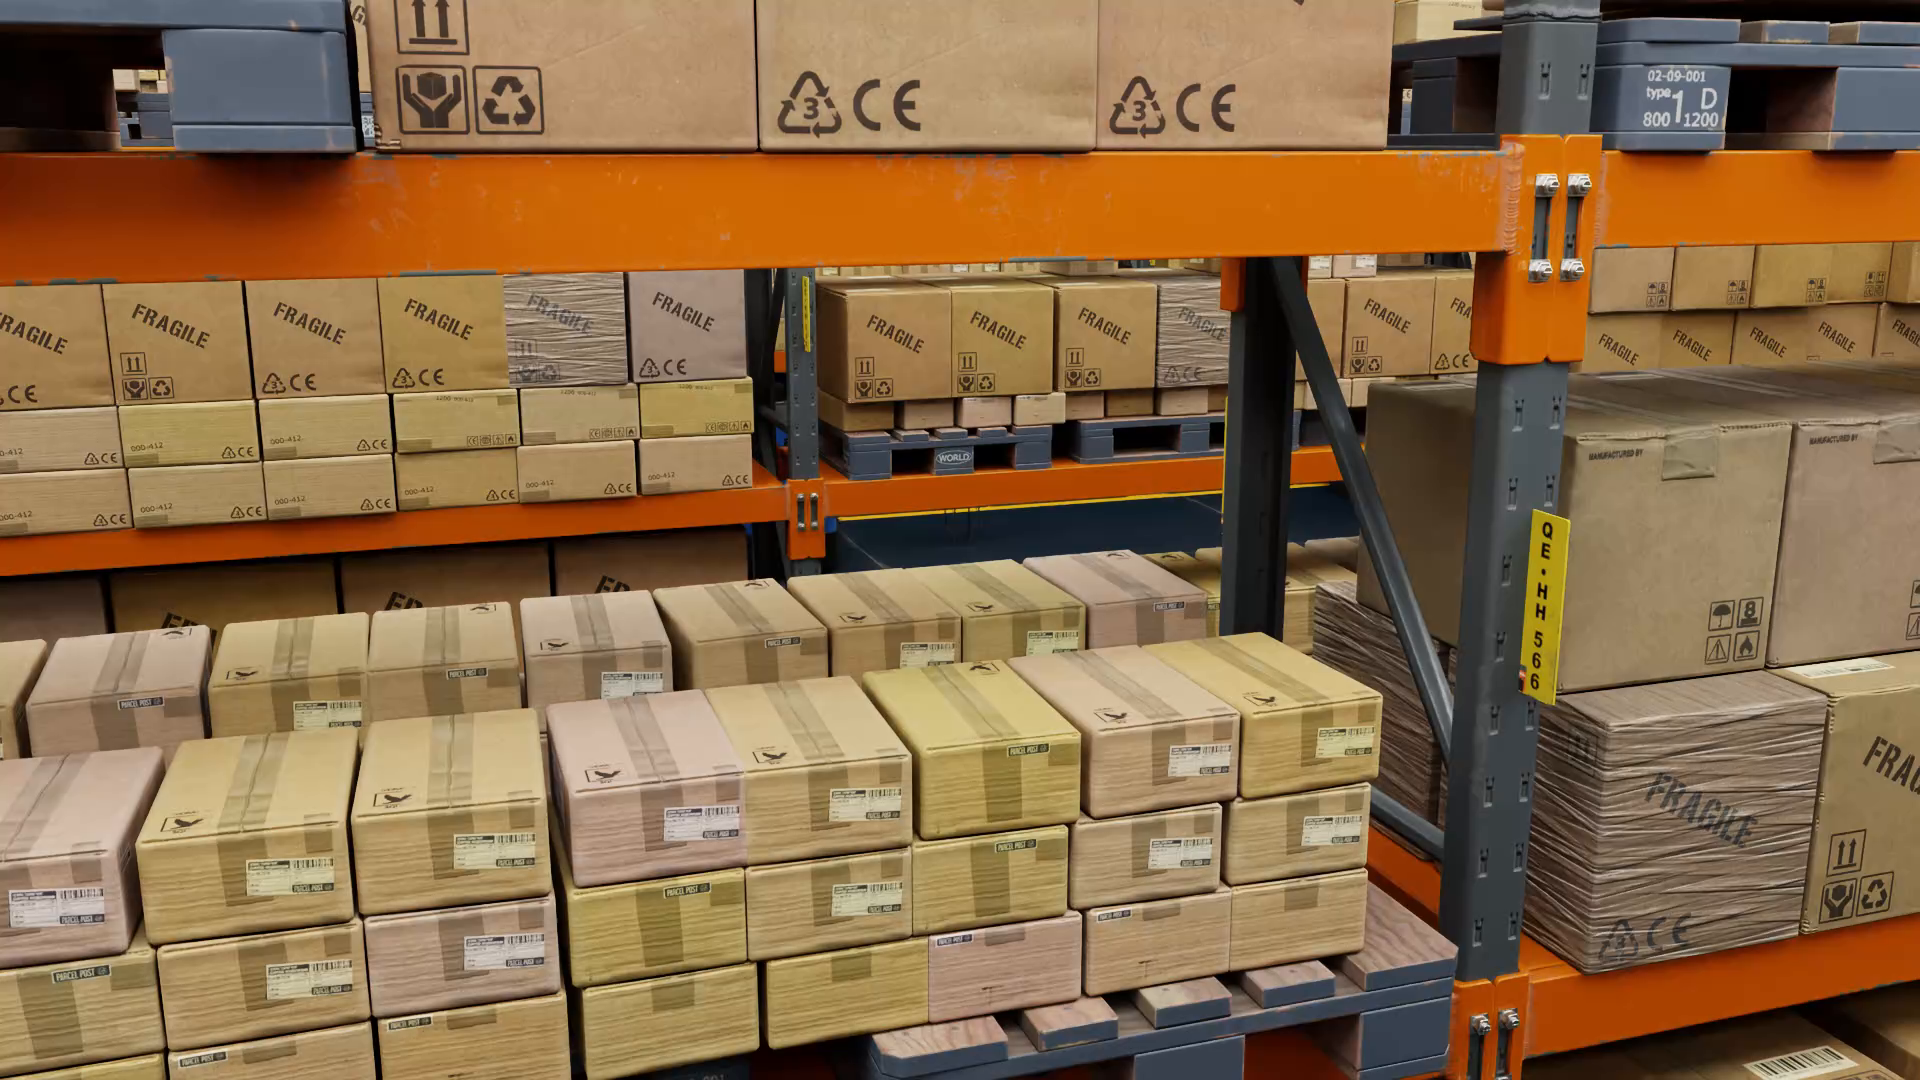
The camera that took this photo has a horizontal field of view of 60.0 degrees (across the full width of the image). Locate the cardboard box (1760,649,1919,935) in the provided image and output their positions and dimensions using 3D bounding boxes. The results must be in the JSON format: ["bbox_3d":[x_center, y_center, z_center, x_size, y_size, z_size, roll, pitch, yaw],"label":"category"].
[{"bbox_3d":[1.807,0.461,3.507,0.500,0.500,0.500,-5,14,-19],"label":"cardboard box"}]

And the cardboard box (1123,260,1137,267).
[{"bbox_3d":[1.567,-2.384,14.067,0.250,0.149,0.380,-5,14,-18],"label":"cardboard box"}]

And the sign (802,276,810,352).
[{"bbox_3d":[-0.680,-0.998,7.356,0.005,0.325,0.100,-4,14,-18],"label":"sign"}]

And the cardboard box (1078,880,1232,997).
[{"bbox_3d":[0.258,0.595,2.796,0.250,0.149,0.380,-4,14,-18],"label":"cardboard box"}]

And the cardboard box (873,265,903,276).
[{"bbox_3d":[-0.615,-2.106,12.897,0.250,0.149,0.380,-4,14,-18],"label":"cardboard box"}]

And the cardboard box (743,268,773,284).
[{"bbox_3d":[-1.563,-2.013,12.504,0.250,0.149,0.380,-4,14,-17],"label":"cardboard box"}]

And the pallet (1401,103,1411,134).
[{"bbox_3d":[2.312,-2.197,8.823,1.003,0.211,1.213,-4,14,-18],"label":"pallet"}]

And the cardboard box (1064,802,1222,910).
[{"bbox_3d":[0.239,0.451,2.756,0.250,0.149,0.380,-4,14,-16],"label":"cardboard box"}]

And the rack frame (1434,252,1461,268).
[{"bbox_3d":[2.931,-0.852,9.241,0.127,3.000,1.000,-4,14,-18],"label":"rack frame"}]

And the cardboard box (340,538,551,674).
[{"bbox_3d":[-2.388,0.371,7.787,0.875,0.875,0.875,-4,14,-17],"label":"cardboard box"}]

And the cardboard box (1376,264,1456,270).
[{"bbox_3d":[2.395,-1.278,9.266,0.500,0.500,0.500,-4,14,-17],"label":"cardboard box"}]

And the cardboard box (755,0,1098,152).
[{"bbox_3d":[-0.115,-0.849,2.530,0.500,0.500,0.500,-4,14,-18],"label":"cardboard box"}]

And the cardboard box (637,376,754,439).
[{"bbox_3d":[-1.238,-0.635,7.575,0.500,0.250,0.500,-5,14,-18],"label":"cardboard box"}]

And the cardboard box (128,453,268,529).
[{"bbox_3d":[-3.169,-0.236,6.976,0.500,0.250,0.500,-5,14,-19],"label":"cardboard box"}]

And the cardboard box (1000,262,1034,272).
[{"bbox_3d":[0.397,-2.152,13.092,0.250,0.149,0.380,-5,14,-20],"label":"cardboard box"}]

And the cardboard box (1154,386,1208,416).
[{"bbox_3d":[1.055,-0.730,8.367,0.250,0.149,0.380,-4,14,-16],"label":"cardboard box"}]

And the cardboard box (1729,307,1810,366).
[{"bbox_3d":[4.385,-1.093,9.396,0.500,0.500,0.500,-5,14,-19],"label":"cardboard box"}]

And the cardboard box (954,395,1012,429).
[{"bbox_3d":[0.060,-0.645,8.009,0.250,0.149,0.380,-5,14,-22],"label":"cardboard box"}]

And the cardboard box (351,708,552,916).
[{"bbox_3d":[-0.730,0.382,2.405,0.250,0.149,0.380,-4,14,-15],"label":"cardboard box"}]

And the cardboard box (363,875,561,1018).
[{"bbox_3d":[-0.730,0.527,2.438,0.250,0.149,0.380,-4,14,-17],"label":"cardboard box"}]

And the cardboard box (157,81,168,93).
[{"bbox_3d":[-5.096,-2.926,10.900,0.250,0.149,0.380,-4,14,-17],"label":"cardboard box"}]

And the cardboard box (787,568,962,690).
[{"bbox_3d":[-0.173,0.179,3.256,0.250,0.149,0.380,-5,14,-18],"label":"cardboard box"}]

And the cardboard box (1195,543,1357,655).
[{"bbox_3d":[1.754,0.315,9.106,0.625,0.372,0.950,-4,14,-15],"label":"cardboard box"}]

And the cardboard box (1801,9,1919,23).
[{"bbox_3d":[2.045,-1.160,3.255,0.500,0.250,0.500,-4,14,-17],"label":"cardboard box"}]

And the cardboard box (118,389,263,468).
[{"bbox_3d":[-3.172,-0.478,6.915,0.500,0.250,0.500,-4,14,-17],"label":"cardboard box"}]

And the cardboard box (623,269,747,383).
[{"bbox_3d":[-1.267,-0.996,7.471,0.500,0.500,0.500,-5,14,-20],"label":"cardboard box"}]

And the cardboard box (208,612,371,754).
[{"bbox_3d":[-1.168,0.257,2.931,0.250,0.149,0.380,-5,14,-19],"label":"cardboard box"}]

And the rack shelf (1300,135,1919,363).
[{"bbox_3d":[2.710,-0.735,3.824,4.000,0.370,1.077,-4,14,-18],"label":"rack shelf"}]

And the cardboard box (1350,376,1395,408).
[{"bbox_3d":[2.043,-0.793,8.629,0.250,0.149,0.380,-5,14,-19],"label":"cardboard box"}]

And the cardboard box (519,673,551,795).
[{"bbox_3d":[-0.691,0.364,3.122,0.250,0.149,0.380,-4,14,-18],"label":"cardboard box"}]

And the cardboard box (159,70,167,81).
[{"bbox_3d":[-5.095,-3.080,10.903,0.250,0.149,0.380,-5,14,-19],"label":"cardboard box"}]

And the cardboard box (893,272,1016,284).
[{"bbox_3d":[-0.031,-1.089,8.474,0.500,0.500,0.500,-5,14,-19],"label":"cardboard box"}]

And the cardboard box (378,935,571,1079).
[{"bbox_3d":[-0.724,0.670,2.478,0.250,0.149,0.380,-4,14,-16],"label":"cardboard box"}]

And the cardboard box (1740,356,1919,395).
[{"bbox_3d":[2.208,-0.120,3.790,0.500,0.500,0.700,-5,14,-19],"label":"cardboard box"}]

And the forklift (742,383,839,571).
[{"bbox_3d":[-2.353,-1.265,11.129,3.031,2.935,1.130,-1,13,-4],"label":"forklift"}]

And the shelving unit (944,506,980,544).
[{"bbox_3d":[0.014,-0.585,12.008,0.189,1.200,0.258,-4,14,-18],"label":"shelving unit"}]

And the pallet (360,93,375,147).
[{"bbox_3d":[-2.512,-1.782,7.077,1.213,0.211,1.003,-4,14,-15],"label":"pallet"}]

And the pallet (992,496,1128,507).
[{"bbox_3d":[0.659,-0.521,13.875,1.213,0.211,1.003,-4,14,-18],"label":"pallet"}]

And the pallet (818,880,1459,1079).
[{"bbox_3d":[0.173,0.691,3.170,1.003,0.211,1.213,-4,14,-18],"label":"pallet"}]

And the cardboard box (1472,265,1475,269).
[{"bbox_3d":[4.258,-2.154,14.499,0.500,0.500,0.500,-4,14,-16],"label":"cardboard box"}]

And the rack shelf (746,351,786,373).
[{"bbox_3d":[-0.551,-1.443,13.280,4.000,0.370,1.077,-4,14,-18],"label":"rack shelf"}]

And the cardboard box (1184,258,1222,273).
[{"bbox_3d":[1.376,-1.505,8.820,0.250,0.149,0.380,-4,14,-15],"label":"cardboard box"}]

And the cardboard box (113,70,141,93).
[{"bbox_3d":[-3.340,-1.828,6.460,0.250,0.166,0.380,-5,14,-22],"label":"cardboard box"}]

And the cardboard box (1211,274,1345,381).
[{"bbox_3d":[1.606,-1.091,8.482,0.500,0.500,0.500,-4,14,-16],"label":"cardboard box"}]

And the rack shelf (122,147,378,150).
[{"bbox_3d":[-2.756,-1.518,7.116,4.000,0.370,1.077,-4,14,-18],"label":"rack shelf"}]

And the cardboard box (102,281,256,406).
[{"bbox_3d":[-3.193,-0.846,6.840,0.500,0.500,0.500,-5,14,-19],"label":"cardboard box"}]

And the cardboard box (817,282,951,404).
[{"bbox_3d":[-0.360,-0.937,7.832,0.500,0.500,0.500,-5,14,-20],"label":"cardboard box"}]

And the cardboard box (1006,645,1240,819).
[{"bbox_3d":[0.257,0.305,2.729,0.250,0.149,0.380,-5,14,-19],"label":"cardboard box"}]

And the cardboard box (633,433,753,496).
[{"bbox_3d":[-1.257,-0.389,7.621,0.500,0.250,0.500,-5,14,-20],"label":"cardboard box"}]

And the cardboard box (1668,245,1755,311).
[{"bbox_3d":[3.908,-1.549,9.155,0.500,0.500,0.700,-4,14,-18],"label":"cardboard box"}]
